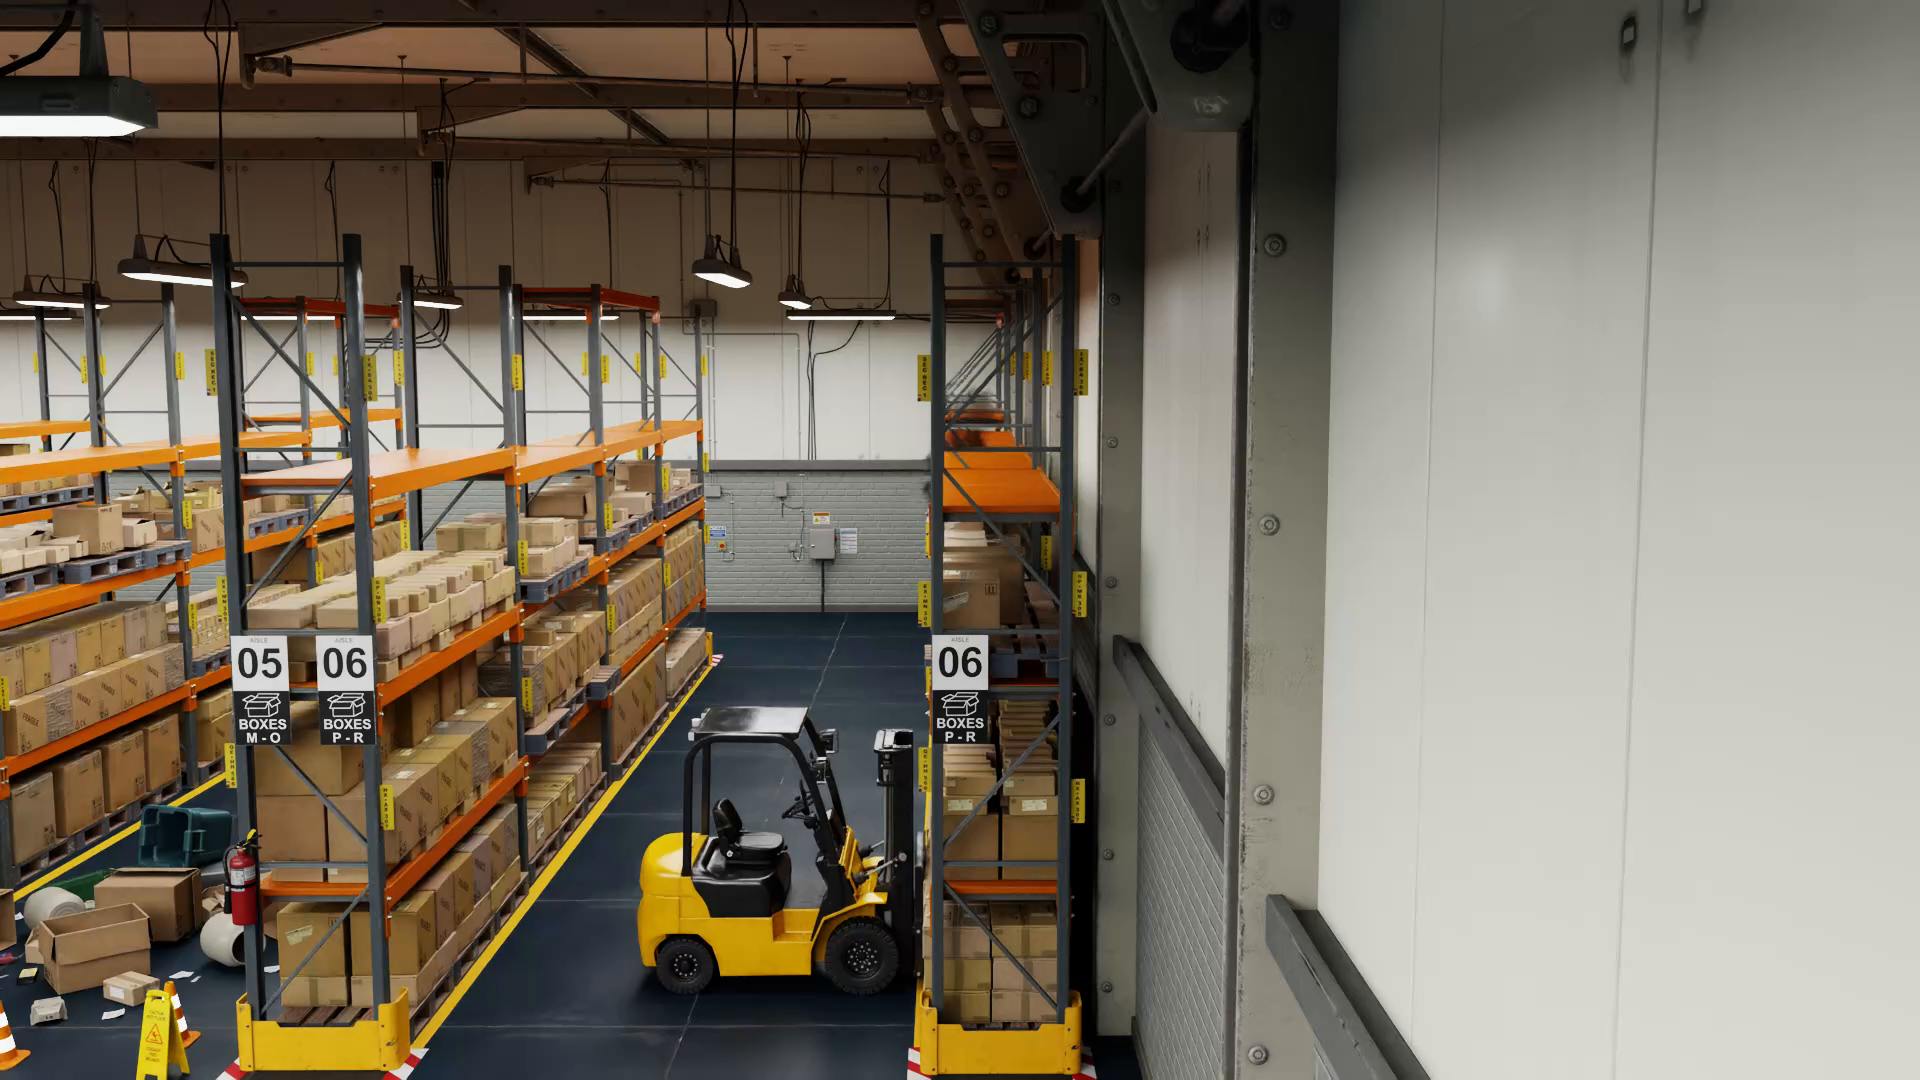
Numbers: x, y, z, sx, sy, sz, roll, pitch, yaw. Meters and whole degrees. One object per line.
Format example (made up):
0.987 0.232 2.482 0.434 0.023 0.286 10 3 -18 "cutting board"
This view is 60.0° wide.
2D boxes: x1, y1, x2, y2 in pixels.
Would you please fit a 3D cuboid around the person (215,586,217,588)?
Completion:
-11.515 1.511 26.000 0.622 1.620 0.909 0 6 3 "person"
